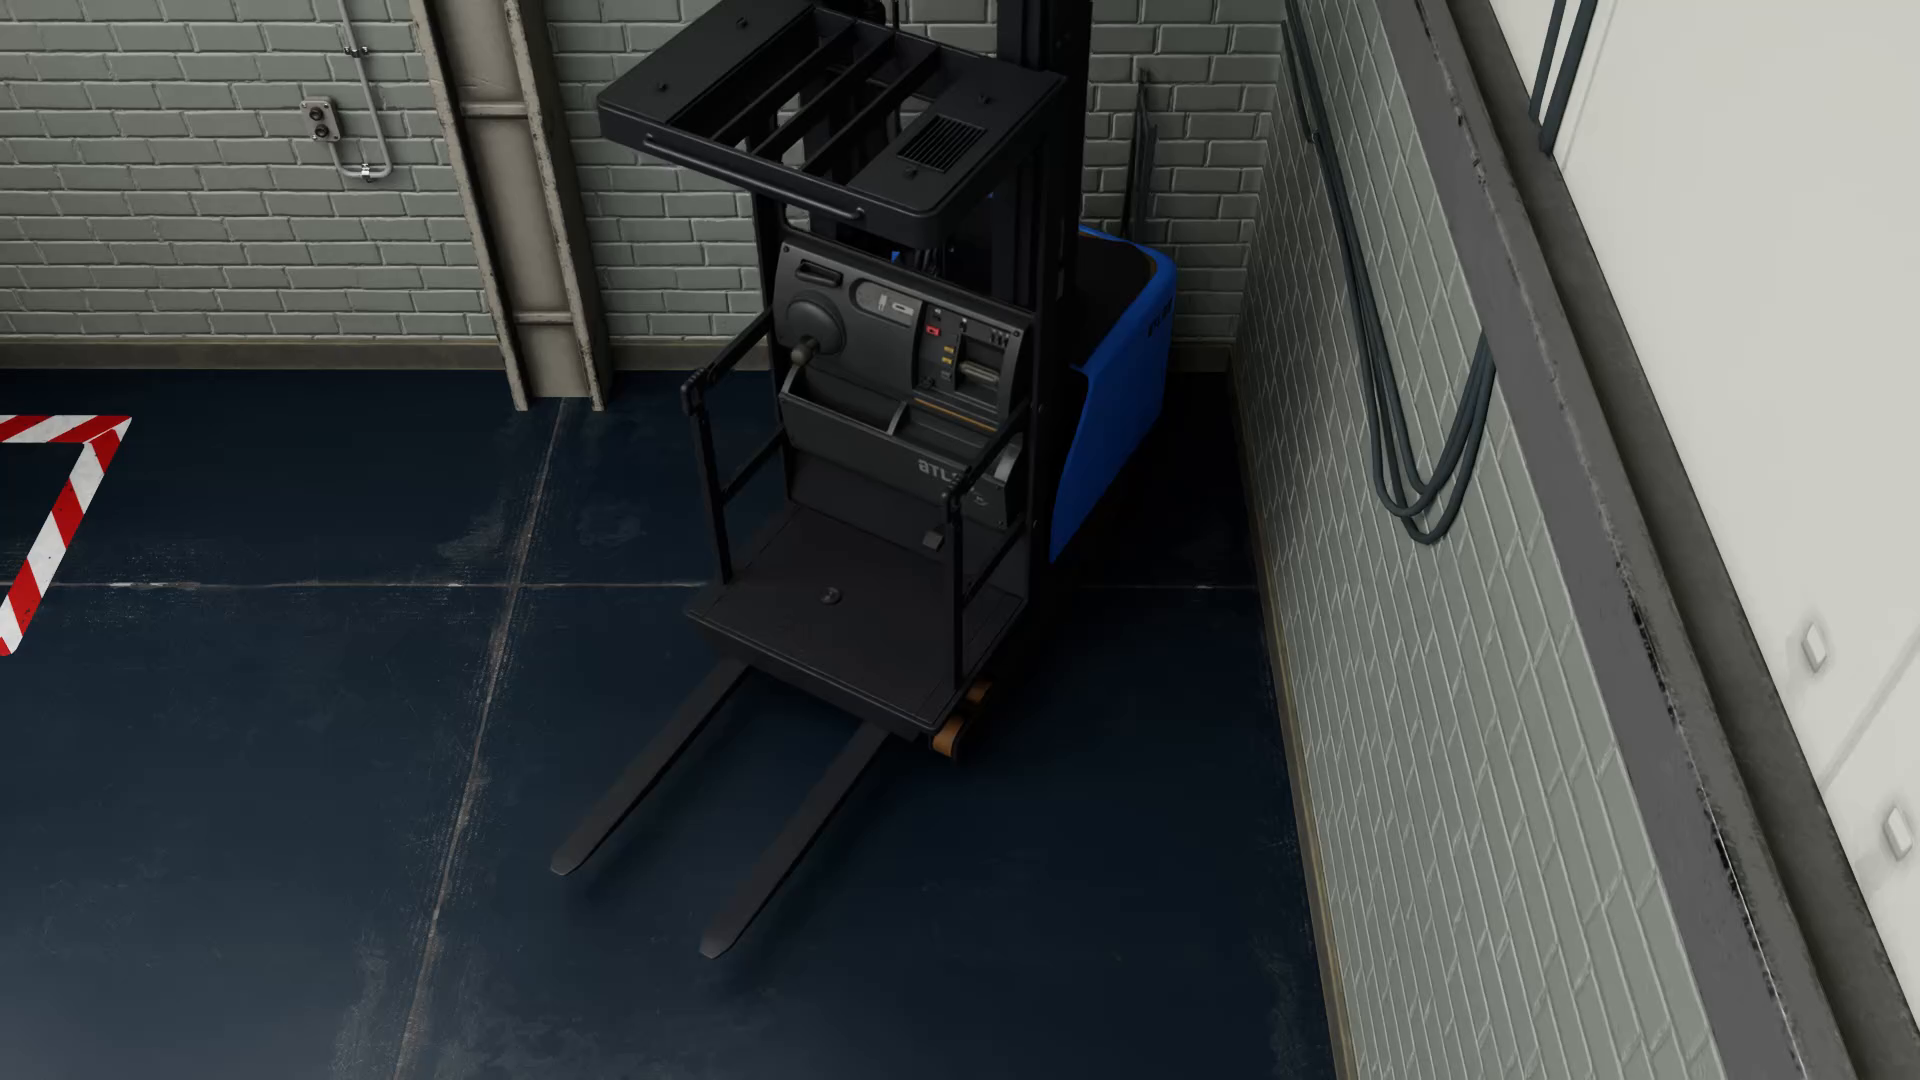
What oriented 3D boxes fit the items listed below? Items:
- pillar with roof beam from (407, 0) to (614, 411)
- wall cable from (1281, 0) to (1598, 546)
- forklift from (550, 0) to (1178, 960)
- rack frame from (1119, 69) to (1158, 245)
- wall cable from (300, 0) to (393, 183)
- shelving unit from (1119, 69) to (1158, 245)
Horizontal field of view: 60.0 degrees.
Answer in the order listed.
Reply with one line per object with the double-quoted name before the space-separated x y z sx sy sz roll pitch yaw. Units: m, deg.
"pillar with roof beam" -1.785 -0.601 1.242 0.400 9.000 9.100 0 47 0
"wall cable" 1.182 -1.791 4.472 0.112 2.526 3.097 0 47 0
"forklift" -0.318 -0.595 5.382 1.130 2.935 3.031 23 51 20
"rack frame" 0.680 -1.130 6.794 0.032 1.500 0.500 3 43 -1
"wall cable" -3.189 -2.117 6.058 1.851 1.984 0.084 0 47 0
"shelving unit" 0.182 -1.152 6.785 1.083 1.500 0.587 3 43 -1
